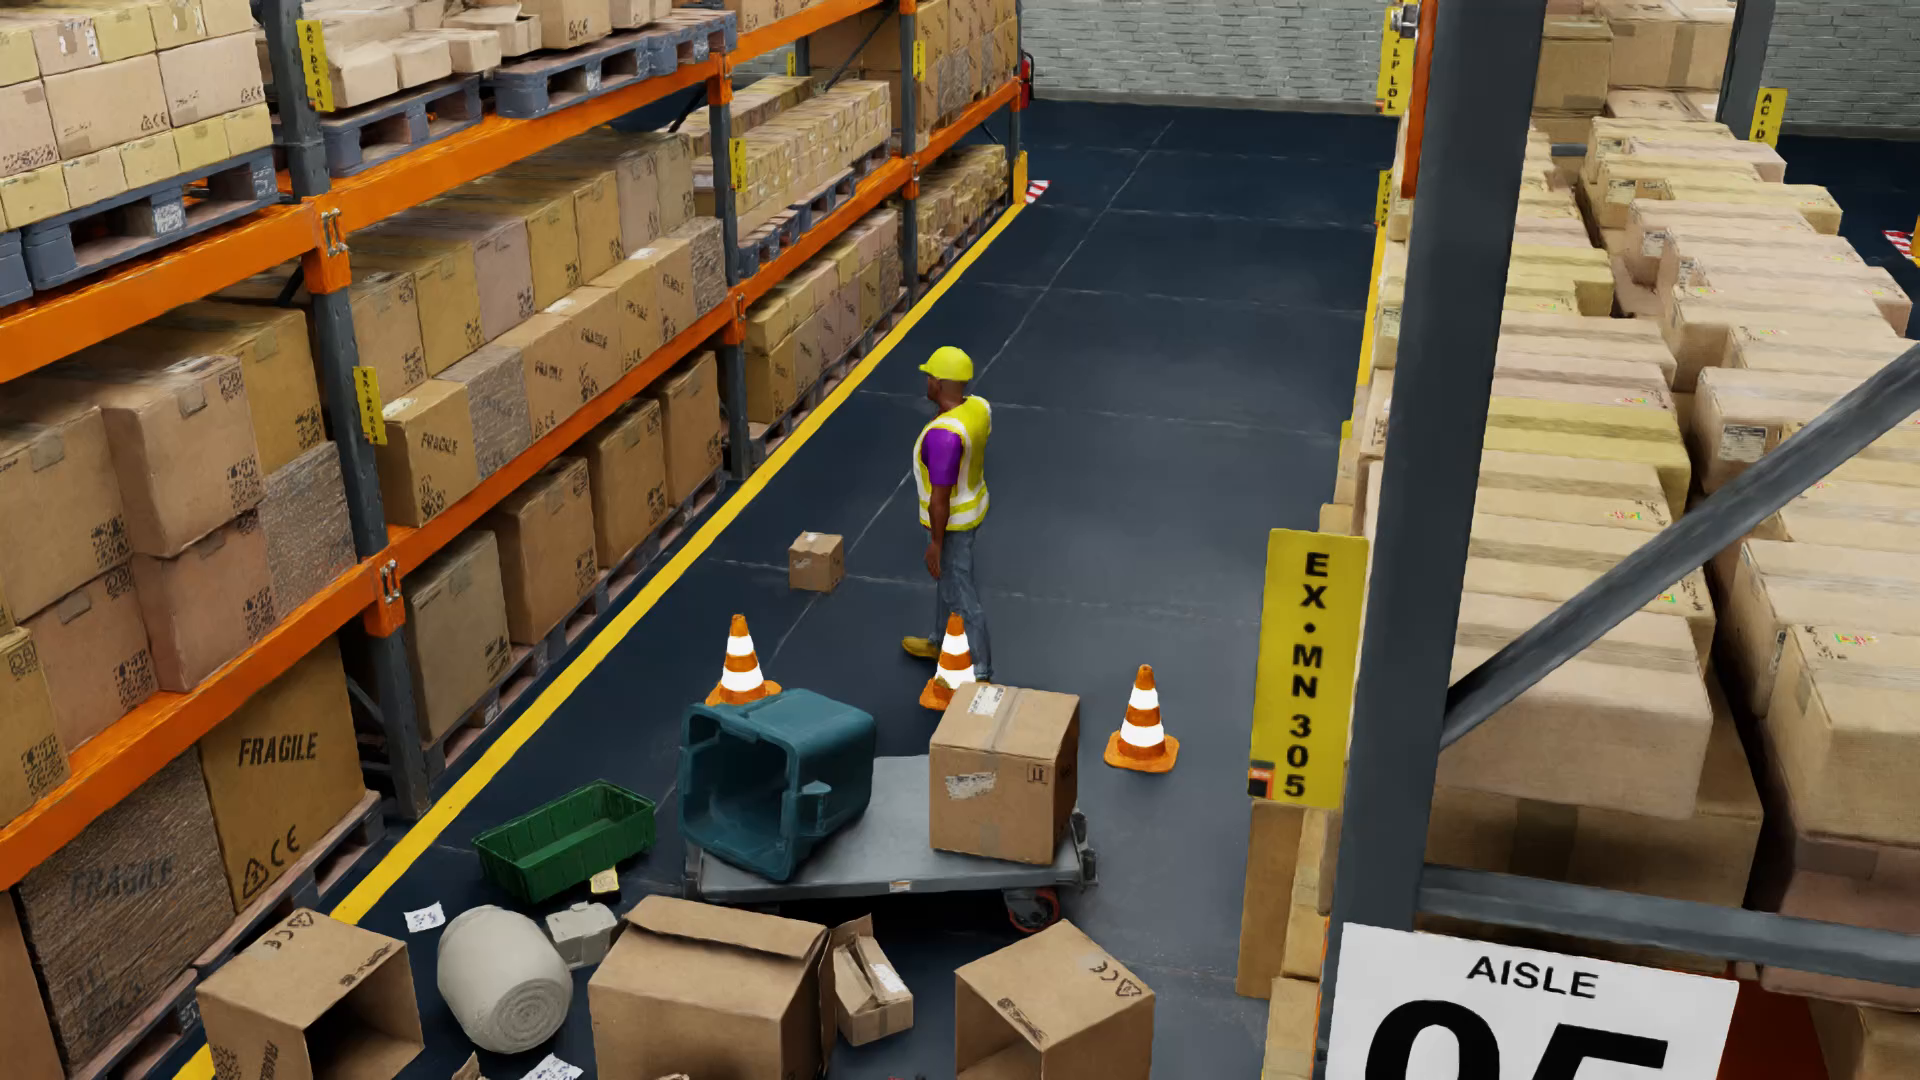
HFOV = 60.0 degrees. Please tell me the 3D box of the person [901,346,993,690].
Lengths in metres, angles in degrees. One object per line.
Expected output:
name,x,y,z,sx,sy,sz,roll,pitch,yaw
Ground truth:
person,-0.072,-0.126,8.317,0.567,1.769,0.732,7,26,14
